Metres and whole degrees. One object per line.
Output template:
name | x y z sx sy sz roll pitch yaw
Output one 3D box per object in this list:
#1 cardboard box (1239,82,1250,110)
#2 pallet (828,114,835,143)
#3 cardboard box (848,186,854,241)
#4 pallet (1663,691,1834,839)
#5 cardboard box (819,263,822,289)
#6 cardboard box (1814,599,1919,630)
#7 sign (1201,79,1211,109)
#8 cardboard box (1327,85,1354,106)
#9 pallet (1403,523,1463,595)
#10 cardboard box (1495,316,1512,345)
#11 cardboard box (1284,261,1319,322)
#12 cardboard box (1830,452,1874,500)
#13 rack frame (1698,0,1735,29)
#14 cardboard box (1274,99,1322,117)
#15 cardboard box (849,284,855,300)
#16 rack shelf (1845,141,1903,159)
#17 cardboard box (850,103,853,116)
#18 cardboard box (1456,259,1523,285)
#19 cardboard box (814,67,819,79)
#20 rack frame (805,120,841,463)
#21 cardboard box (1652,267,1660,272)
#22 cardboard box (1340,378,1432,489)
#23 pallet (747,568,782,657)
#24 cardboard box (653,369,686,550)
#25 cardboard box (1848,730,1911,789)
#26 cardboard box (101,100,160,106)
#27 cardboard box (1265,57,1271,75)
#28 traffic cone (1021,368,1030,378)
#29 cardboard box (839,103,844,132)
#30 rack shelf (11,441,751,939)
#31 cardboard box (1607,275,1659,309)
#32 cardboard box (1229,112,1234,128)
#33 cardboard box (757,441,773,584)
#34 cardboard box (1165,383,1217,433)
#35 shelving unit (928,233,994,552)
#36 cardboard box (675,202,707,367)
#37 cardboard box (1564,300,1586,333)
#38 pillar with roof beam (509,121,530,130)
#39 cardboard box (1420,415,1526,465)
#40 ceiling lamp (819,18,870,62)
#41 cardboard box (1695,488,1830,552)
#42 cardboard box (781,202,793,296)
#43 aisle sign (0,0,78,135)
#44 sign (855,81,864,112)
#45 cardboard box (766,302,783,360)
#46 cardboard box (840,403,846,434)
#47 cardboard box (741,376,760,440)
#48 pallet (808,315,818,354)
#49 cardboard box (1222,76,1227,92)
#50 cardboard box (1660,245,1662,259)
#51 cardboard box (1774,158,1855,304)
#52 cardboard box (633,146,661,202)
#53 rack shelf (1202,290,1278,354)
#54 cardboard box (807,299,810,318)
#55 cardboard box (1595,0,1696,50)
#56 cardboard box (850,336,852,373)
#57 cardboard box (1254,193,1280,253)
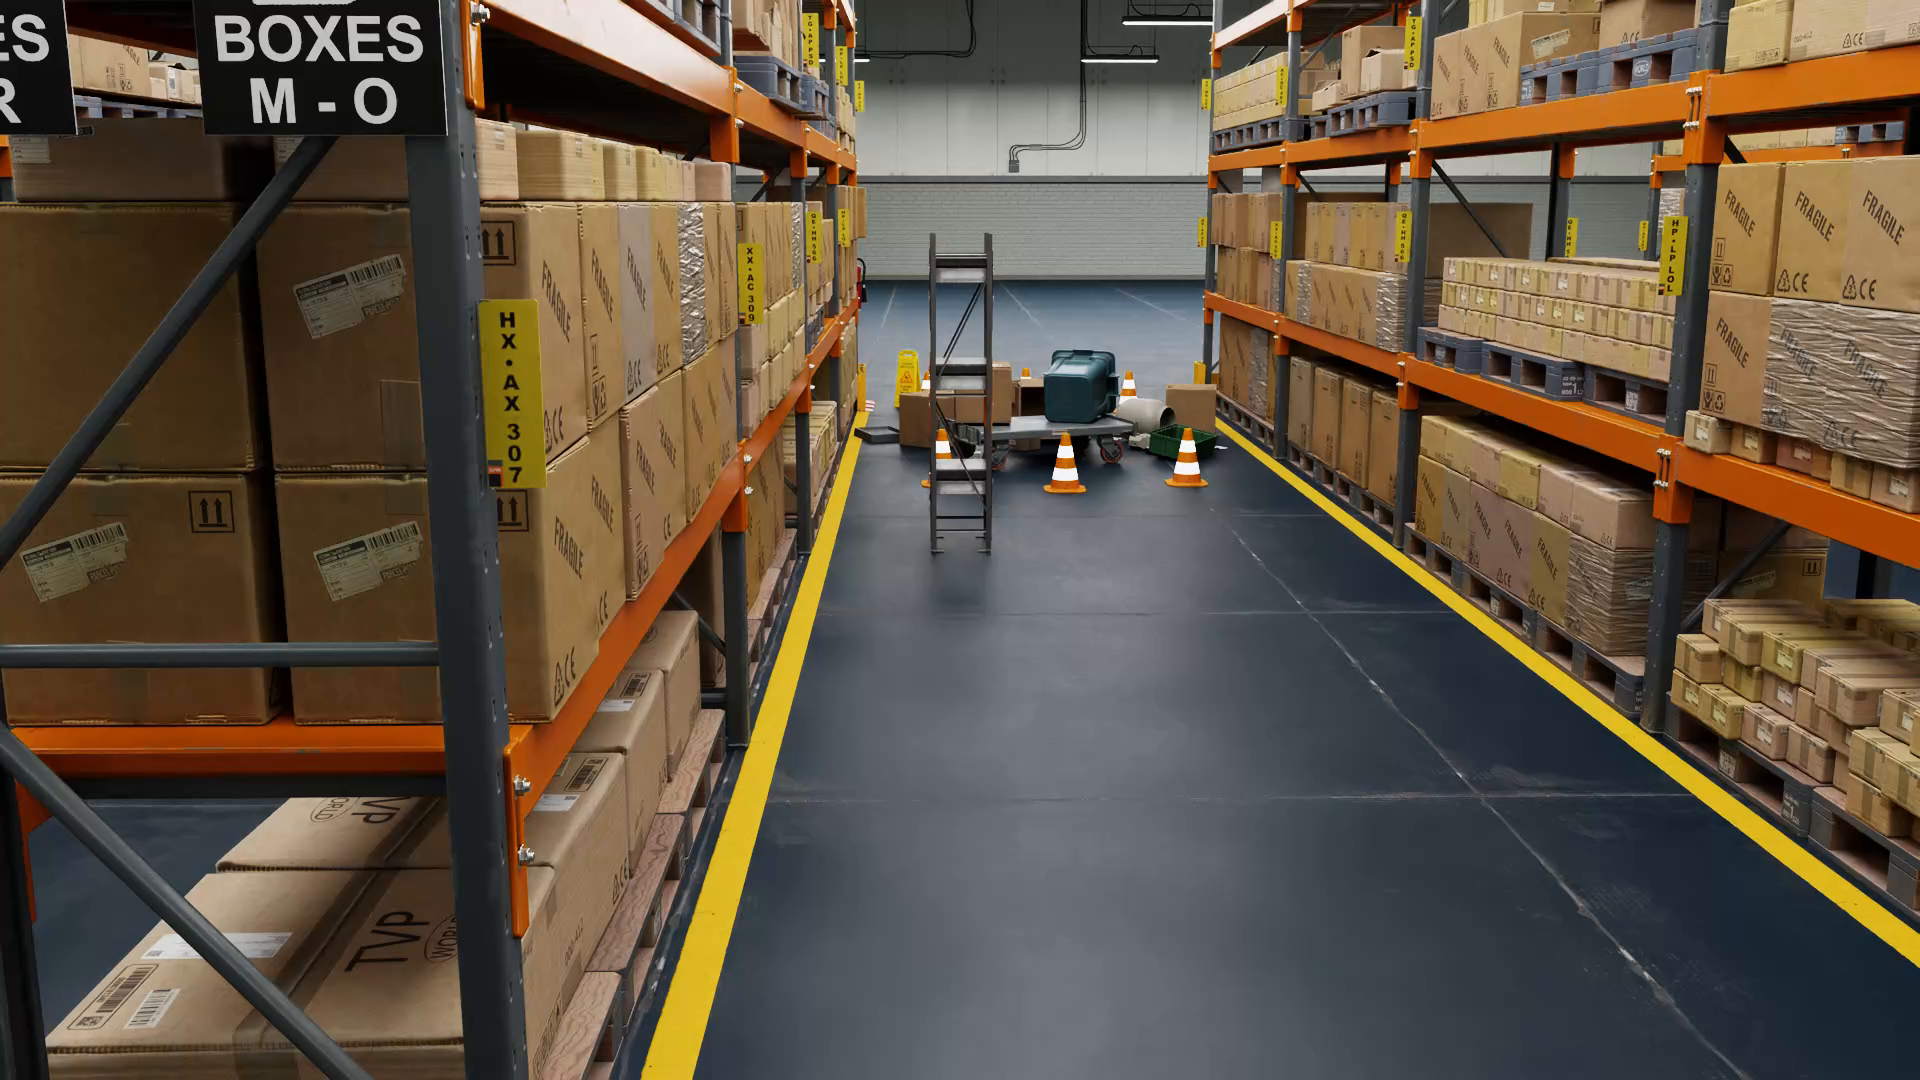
cardboard box | 3.074 -4.407 16.516 0.500 0.250 0.500 0 11 -1
pallet | -1.670 -3.427 13.837 1.213 0.211 1.003 0 11 -1
cardboard box | -1.357 -3.047 15.521 0.700 0.500 0.500 0 11 -1
pallet | 3.585 0.877 6.704 1.003 0.211 1.213 0 11 -1
cardboard box | -1.310 -2.177 12.689 0.500 0.500 0.500 -1 11 -3
cardboard box | 3.804 0.347 6.923 0.380 0.149 0.250 0 11 0
sign | 2.733 -4.944 18.444 0.100 0.325 0.005 0 11 -1
cardboard box | 3.140 -3.535 13.219 0.380 0.149 0.250 0 11 -1
pallet | 3.468 0.104 10.515 1.003 0.211 1.213 0 11 -1
cardboard box | 3.287 -1.197 9.492 0.380 0.149 0.250 0 11 1
cardboard box | 3.112 -2.156 14.392 0.500 0.500 0.500 0 11 -1
cardboard box | 3.292 -0.234 5.798 0.380 0.149 0.250 0 11 0
rack frame | 3.536 -3.563 6.488 1.000 3.000 0.127 0 11 -1
cardboard box | 3.043 -3.886 14.948 0.380 0.149 0.250 0 11 -1
cardboard box | -1.302 -2.619 17.556 0.380 0.149 0.250 0 11 0
rack shelf | 8.373 -2.933 12.738 1.077 0.370 4.000 0 11 -1
cardboard box | -1.357 -4.639 17.965 0.380 0.149 0.250 0 11 -1
cardboard box | 3.277 -1.646 10.207 0.380 0.149 0.250 -1 11 -3
cardboard box | -1.437 -3.905 13.783 0.500 0.250 0.500 0 11 0
rack frame | -1.576 -2.173 14.723 1.000 3.000 0.127 0 11 -1
cardboard box | 3.951 -1.388 8.934 0.380 0.149 0.250 0 11 1
cardboard box | 3.509 -0.816 12.640 1.050 0.750 0.750 0 11 0
pallet | -1.530 0.388 9.115 1.003 0.211 1.213 0 11 -1
cardboard box | -1.109 -0.234 4.916 0.500 0.500 0.500 0 11 1
cardboard box | 3.286 0.753 5.667 0.380 0.149 0.250 0 11 -2
cardboard box | -6.592 -3.534 13.215 0.380 0.149 0.250 0 11 -1
cardboard box | 3.035 -4.377 15.364 0.380 0.149 0.250 0 11 -1
traffic cone | 0.742 -1.716 18.855 0.336 0.463 0.334 0 11 -1
cardboard box | -1.332 -3.906 15.352 0.500 0.250 0.500 0 11 -2
rack shelf | -1.370 0.168 4.997 1.077 0.370 4.000 0 11 -1
cardboard box | 3.323 -1.181 7.914 0.380 0.149 0.250 -1 11 -3
cardboard box | 2.996 -4.340 17.185 0.380 0.149 0.250 0 11 -1
cardboard box | -1.548 -0.227 9.421 0.875 0.875 0.875 0 11 0
cardboard box | 2.313 -1.293 16.671 0.500 0.500 0.500 2 12 9
shelving unit | 0.003 -0.996 11.188 0.431 2.100 0.503 0 11 -1
cardboard box | -1.103 -0.827 5.323 0.500 0.500 0.500 0 11 0
cardboard box | 3.307 -1.137 8.448 0.380 0.149 0.250 -1 11 -4
pillar with roof beam | -3.452 -8.148 29.087 9.100 9.000 0.400 0 11 -1
cardboard box | 3.225 -0.628 10.455 0.500 0.250 0.500 -1 11 -4
ceiling lamp | -3.300 -13.820 42.366 2.000 3.185 0.800 0 11 -1
cardboard box | 3.785 -0.119 7.946 0.500 0.250 0.500 -1 11 -4
cardboard box | -1.199 -1.614 9.204 0.500 0.500 0.500 0 11 -1
aisle sign | -1.637 -1.046 2.630 0.394 0.787 0.004 0 11 -1
sign | -1.104 -4.870 18.248 0.100 0.325 0.005 0 11 -1
cardboard box | -1.161 -1.046 8.292 0.500 0.250 0.500 0 11 0
cardboard box | -1.318 -1.149 15.539 0.500 0.250 0.500 -1 11 -4
cardboard box | -1.156 -0.597 7.336 0.500 0.250 0.500 -1 11 -2
pallet | -1.615 -1.425 11.519 1.213 0.211 1.003 0 11 -1
cardboard box | 2.986 -4.832 17.608 0.380 0.149 0.250 0 11 -2
cardboard box | 8.233 -3.094 18.264 0.875 0.500 0.500 0 11 -1
cardboard box | 3.328 -1.114 5.990 0.500 0.500 0.500 -1 11 -3
cardboard box | -1.049 -1.024 4.665 0.380 0.149 0.250 -1 11 -3
rack shelf | 3.329 -2.258 16.954 1.077 0.370 4.000 0 11 -1
cardboard box | -1.246 -1.636 11.656 0.380 0.149 0.250 -1 12 -5
cardboard box | 3.635 -2.657 8.250 0.797 0.503 0.637 0 11 -2
cardboard box | -1.364 -1.831 17.014 0.500 0.500 0.500 -1 11 -2
cardboard box | 3.270 -2.998 15.699 0.875 0.550 0.550 0 11 -1
